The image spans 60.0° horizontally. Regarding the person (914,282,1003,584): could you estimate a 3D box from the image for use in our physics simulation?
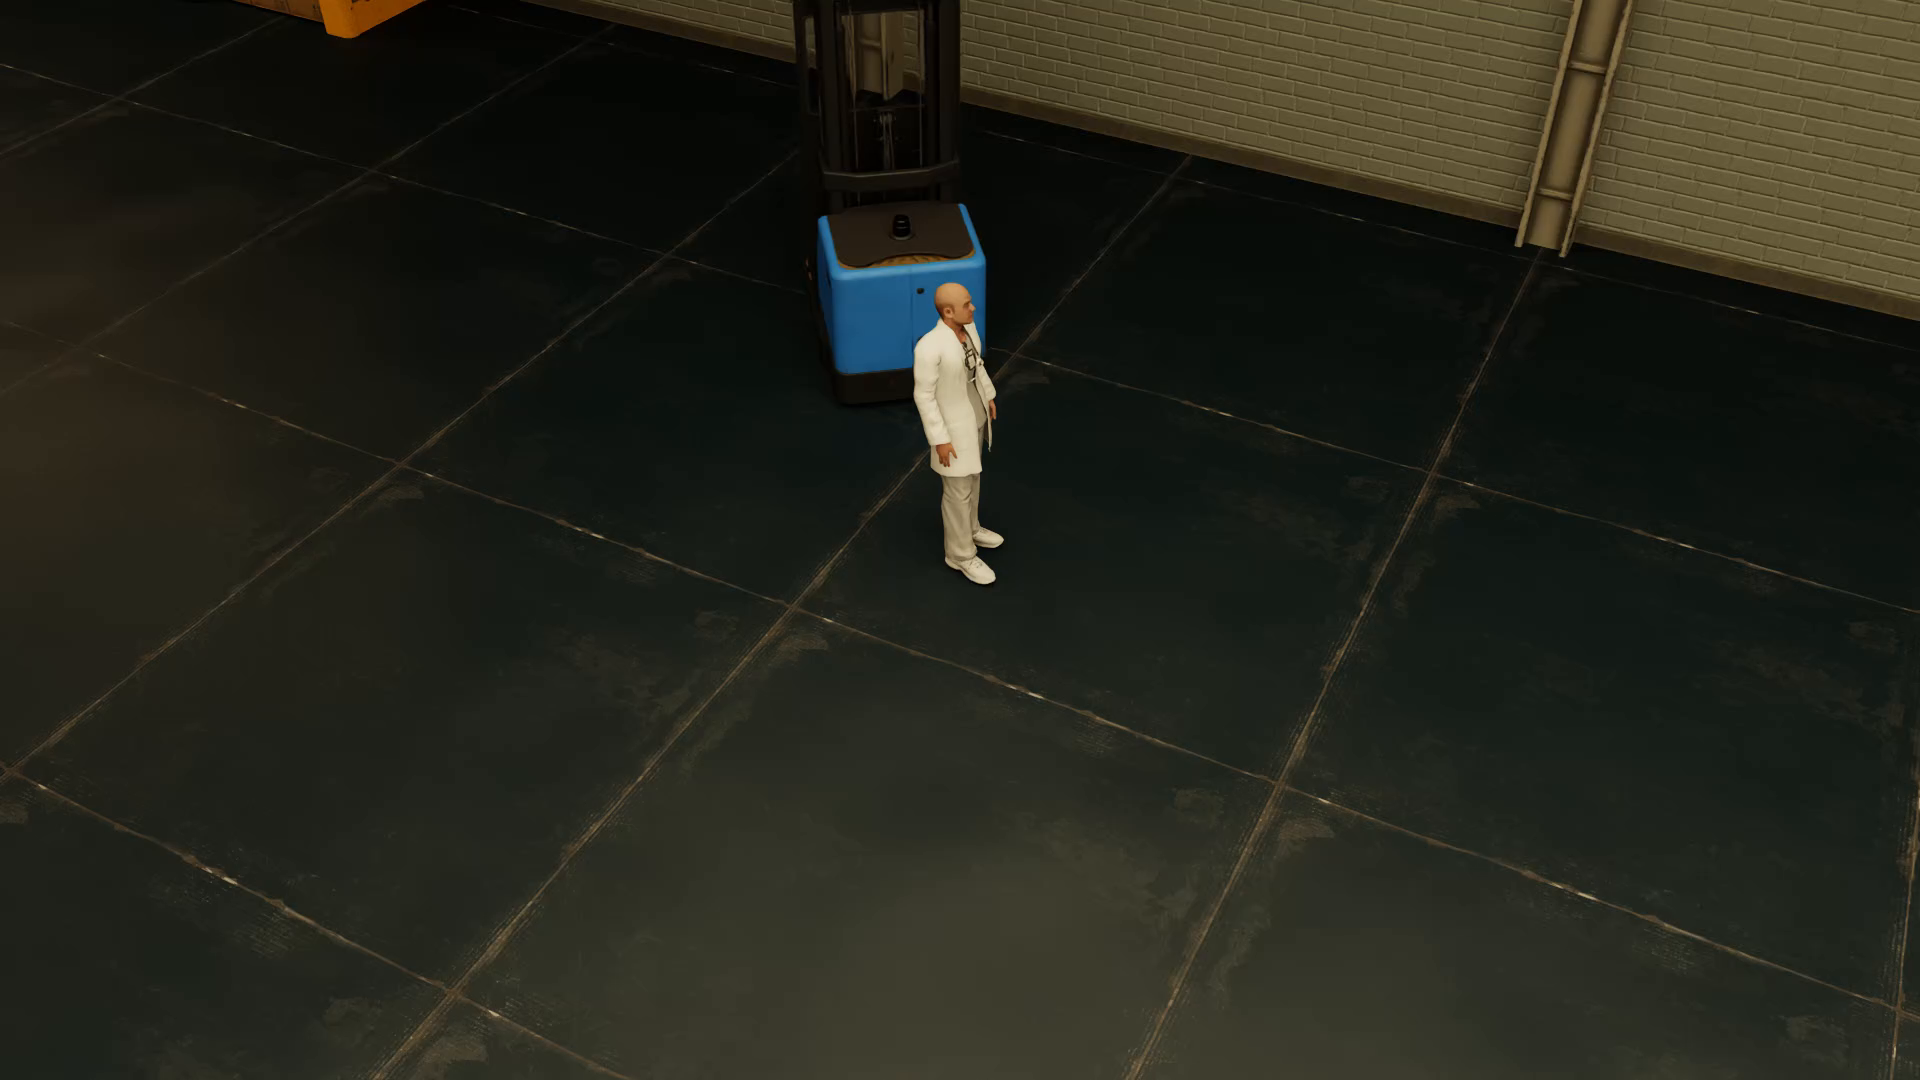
[{"bbox_3d":[0.079,-0.657,9.649,0.578,1.778,0.698,18,43,21],"label":"person"}]

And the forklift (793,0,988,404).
[{"bbox_3d":[-0.586,-2.991,11.538,1.130,2.935,3.031,-7,41,-8],"label":"forklift"}]
